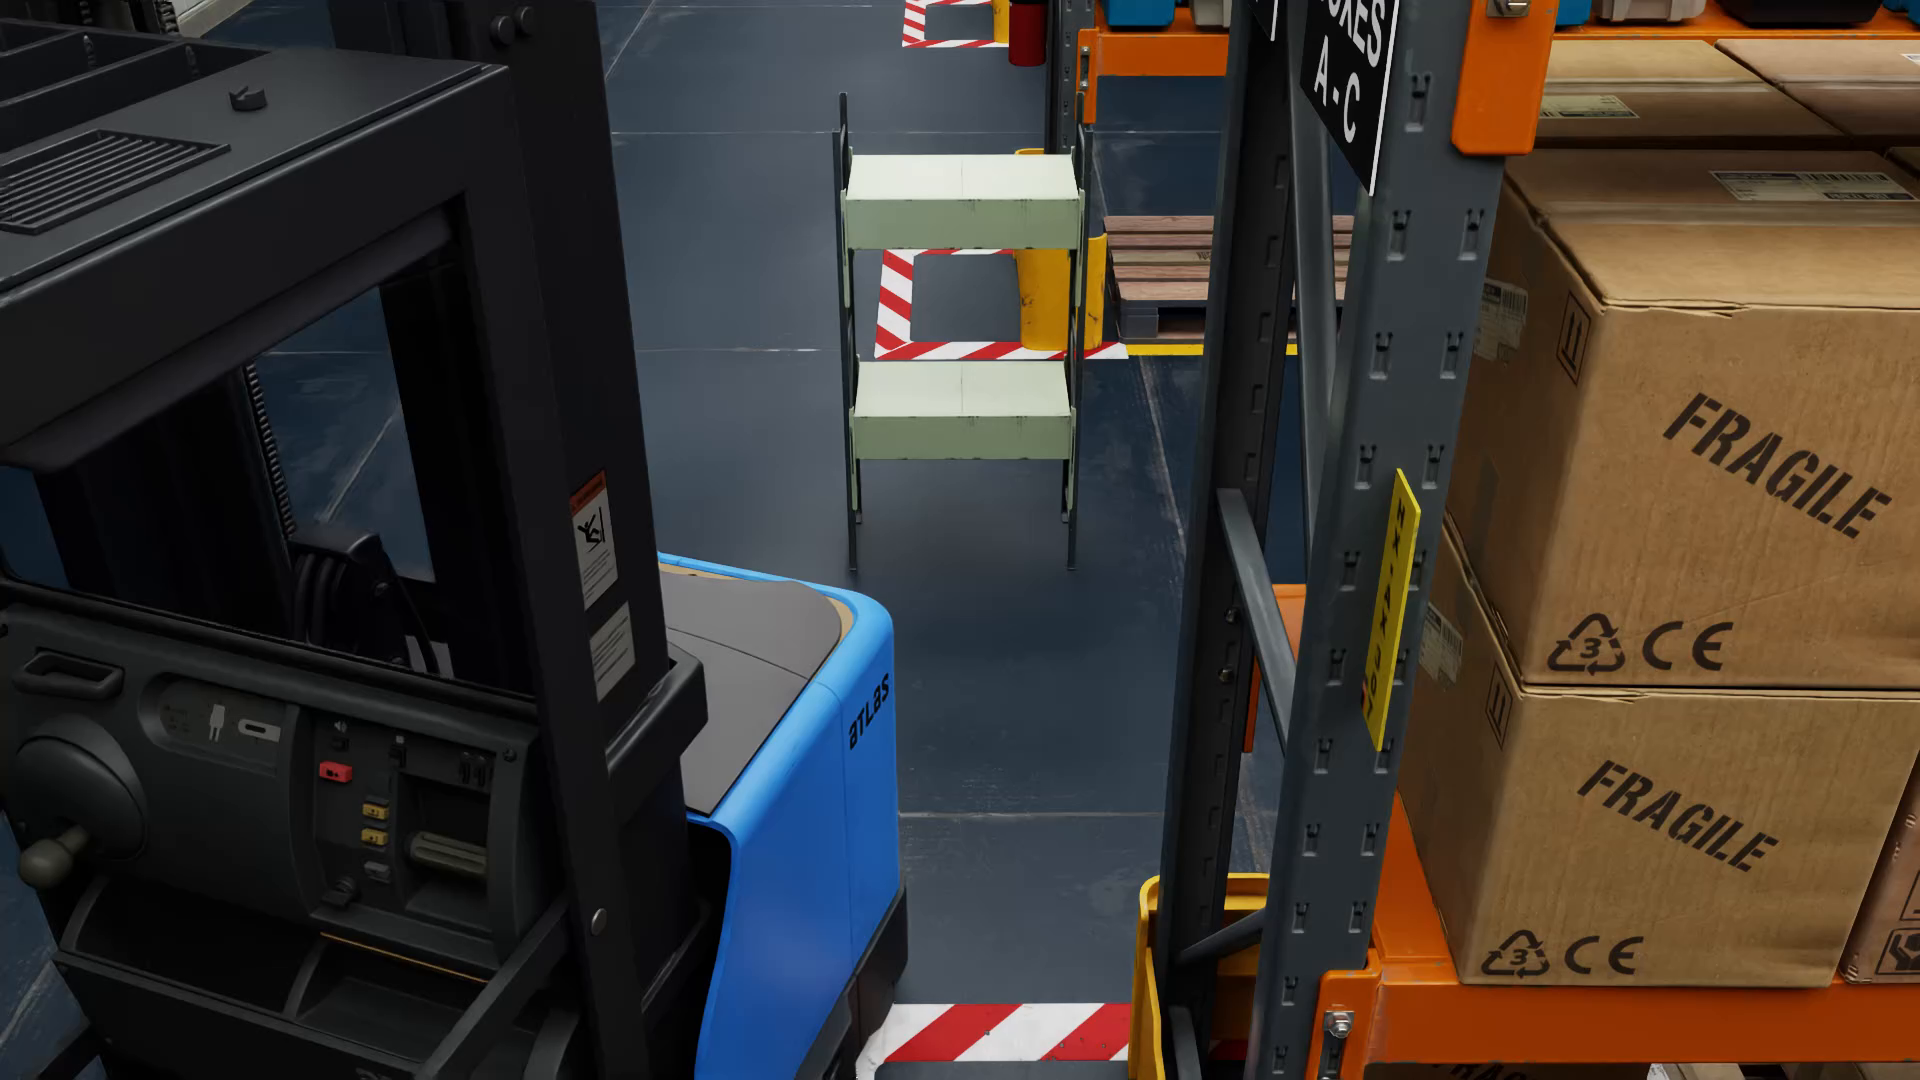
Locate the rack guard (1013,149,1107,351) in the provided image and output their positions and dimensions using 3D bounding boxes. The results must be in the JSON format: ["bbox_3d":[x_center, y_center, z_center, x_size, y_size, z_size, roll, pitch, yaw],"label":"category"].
[{"bbox_3d":[0.432,-1.323,7.448,0.348,0.500,1.175,0,31,0],"label":"rack guard"}]

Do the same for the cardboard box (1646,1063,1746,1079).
[{"bbox_3d":[1.430,1.110,3.336,0.250,0.166,0.380,0,31,0],"label":"cardboard box"}]

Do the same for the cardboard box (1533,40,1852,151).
[{"bbox_3d":[0.926,-0.443,2.529,0.500,0.500,0.500,0,31,-1],"label":"cardboard box"}]

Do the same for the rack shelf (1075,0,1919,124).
[{"bbox_3d":[2.456,-2.097,7.008,4.000,0.370,1.077,0,31,0],"label":"rack shelf"}]

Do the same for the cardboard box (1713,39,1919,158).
[{"bbox_3d":[1.431,-0.445,2.532,0.500,0.500,0.500,1,31,1],"label":"cardboard box"}]

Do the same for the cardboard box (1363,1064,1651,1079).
[{"bbox_3d":[1.025,0.922,3.324,0.500,0.500,0.500,0,31,0],"label":"cardboard box"}]

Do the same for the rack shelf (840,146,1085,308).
[{"bbox_3d":[0.007,-0.975,5.159,0.720,0.370,0.431,0,31,0],"label":"rack shelf"}]

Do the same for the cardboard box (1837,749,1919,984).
[{"bbox_3d":[1.443,0.259,2.335,0.500,0.500,0.500,0,31,-1],"label":"cardboard box"}]

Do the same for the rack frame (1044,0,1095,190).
[{"bbox_3d":[0.456,-2.398,6.811,0.127,3.000,1.000,0,31,0],"label":"rack frame"}]

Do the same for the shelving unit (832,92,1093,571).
[{"bbox_3d":[0.007,-0.641,5.361,0.755,1.500,0.431,0,31,0],"label":"shelving unit"}]

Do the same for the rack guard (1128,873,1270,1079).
[{"bbox_3d":[0.558,1.239,3.225,0.348,0.500,1.175,0,31,0],"label":"rack guard"}]

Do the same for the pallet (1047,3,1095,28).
[{"bbox_3d":[1.225,-3.818,11.840,1.213,0.211,1.003,0,31,0],"label":"pallet"}]

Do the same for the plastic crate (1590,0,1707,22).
[{"bbox_3d":[2.717,-2.162,6.619,0.466,0.136,0.293,0,31,0],"label":"plastic crate"}]

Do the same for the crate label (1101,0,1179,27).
[{"bbox_3d":[0.705,-2.182,6.559,0.303,0.233,0.416,0,31,0],"label":"crate label"}]

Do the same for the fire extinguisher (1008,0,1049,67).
[{"bbox_3d":[0.303,-2.441,7.316,0.183,0.674,0.296,0,31,0],"label":"fire extinguisher"}]

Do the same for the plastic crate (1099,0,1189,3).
[{"bbox_3d":[0.790,-2.537,6.948,0.499,0.435,0.616,0,31,0],"label":"plastic crate"}]

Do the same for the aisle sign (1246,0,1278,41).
[{"bbox_3d":[0.412,-1.099,2.164,0.004,0.787,0.394,0,31,0],"label":"aisle sign"}]

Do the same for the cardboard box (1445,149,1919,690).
[{"bbox_3d":[0.928,-0.164,2.068,0.500,0.500,0.500,1,31,1],"label":"cardboard box"}]

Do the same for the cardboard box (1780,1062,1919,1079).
[{"bbox_3d":[1.975,1.042,3.368,0.500,0.250,0.500,0,31,0],"label":"cardboard box"}]

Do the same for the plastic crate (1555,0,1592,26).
[{"bbox_3d":[2.322,-2.188,6.567,0.300,0.233,0.416,0,31,0],"label":"plastic crate"}]

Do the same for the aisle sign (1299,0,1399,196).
[{"bbox_3d":[0.416,-0.788,1.651,0.004,0.787,0.394,0,31,0],"label":"aisle sign"}]

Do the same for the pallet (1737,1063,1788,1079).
[{"bbox_3d":[1.356,1.360,3.305,1.213,0.211,1.003,0,31,0],"label":"pallet"}]

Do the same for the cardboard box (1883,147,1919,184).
[{"bbox_3d":[1.450,-0.169,2.077,0.500,0.500,0.500,0,31,0],"label":"cardboard box"}]

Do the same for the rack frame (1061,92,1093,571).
[{"bbox_3d":[0.373,-0.642,5.363,0.023,1.500,0.400,0,31,0],"label":"rack frame"}]

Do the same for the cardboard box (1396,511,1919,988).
[{"bbox_3d":[0.928,0.264,2.327,0.500,0.500,0.500,0,31,1],"label":"cardboard box"}]

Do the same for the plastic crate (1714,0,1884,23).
[{"bbox_3d":[3.338,-2.176,6.652,0.590,0.125,0.437,0,31,0],"label":"plastic crate"}]

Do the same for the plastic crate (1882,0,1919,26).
[{"bbox_3d":[3.991,-2.251,6.527,0.575,0.384,0.392,0,31,0],"label":"plastic crate"}]

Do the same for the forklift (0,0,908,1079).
[{"bbox_3d":[-1.100,0.419,2.234,1.130,2.935,3.031,11,33,17],"label":"forklift"}]

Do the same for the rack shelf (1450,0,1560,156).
[{"bbox_3d":[2.482,-0.810,1.995,4.000,0.370,1.077,0,31,0],"label":"rack shelf"}]

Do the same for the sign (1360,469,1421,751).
[{"bbox_3d":[0.486,0.082,1.888,0.005,0.325,0.100,0,31,0],"label":"sign"}]

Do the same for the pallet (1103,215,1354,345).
[{"bbox_3d":[1.281,-1.189,7.506,1.213,0.211,1.003,0,31,0],"label":"pallet"}]

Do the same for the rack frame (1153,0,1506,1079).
[{"bbox_3d":[0.482,0.171,2.576,0.127,3.000,1.000,0,31,0],"label":"rack frame"}]

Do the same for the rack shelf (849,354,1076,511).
[{"bbox_3d":[0.007,-0.363,5.530,0.720,0.370,0.431,0,31,0],"label":"rack shelf"}]

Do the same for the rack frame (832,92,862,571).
[{"bbox_3d":[-0.359,-0.640,5.359,0.023,1.500,0.400,0,31,0],"label":"rack frame"}]

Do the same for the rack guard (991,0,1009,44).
[{"bbox_3d":[0.402,-3.899,11.694,0.348,0.500,1.175,0,31,0],"label":"rack guard"}]

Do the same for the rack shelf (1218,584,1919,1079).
[{"bbox_3d":[2.482,0.472,2.773,4.000,0.370,1.077,0,31,0],"label":"rack shelf"}]

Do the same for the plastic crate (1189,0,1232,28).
[{"bbox_3d":[1.026,-2.099,6.515,0.298,0.136,0.250,0,31,0],"label":"plastic crate"}]
